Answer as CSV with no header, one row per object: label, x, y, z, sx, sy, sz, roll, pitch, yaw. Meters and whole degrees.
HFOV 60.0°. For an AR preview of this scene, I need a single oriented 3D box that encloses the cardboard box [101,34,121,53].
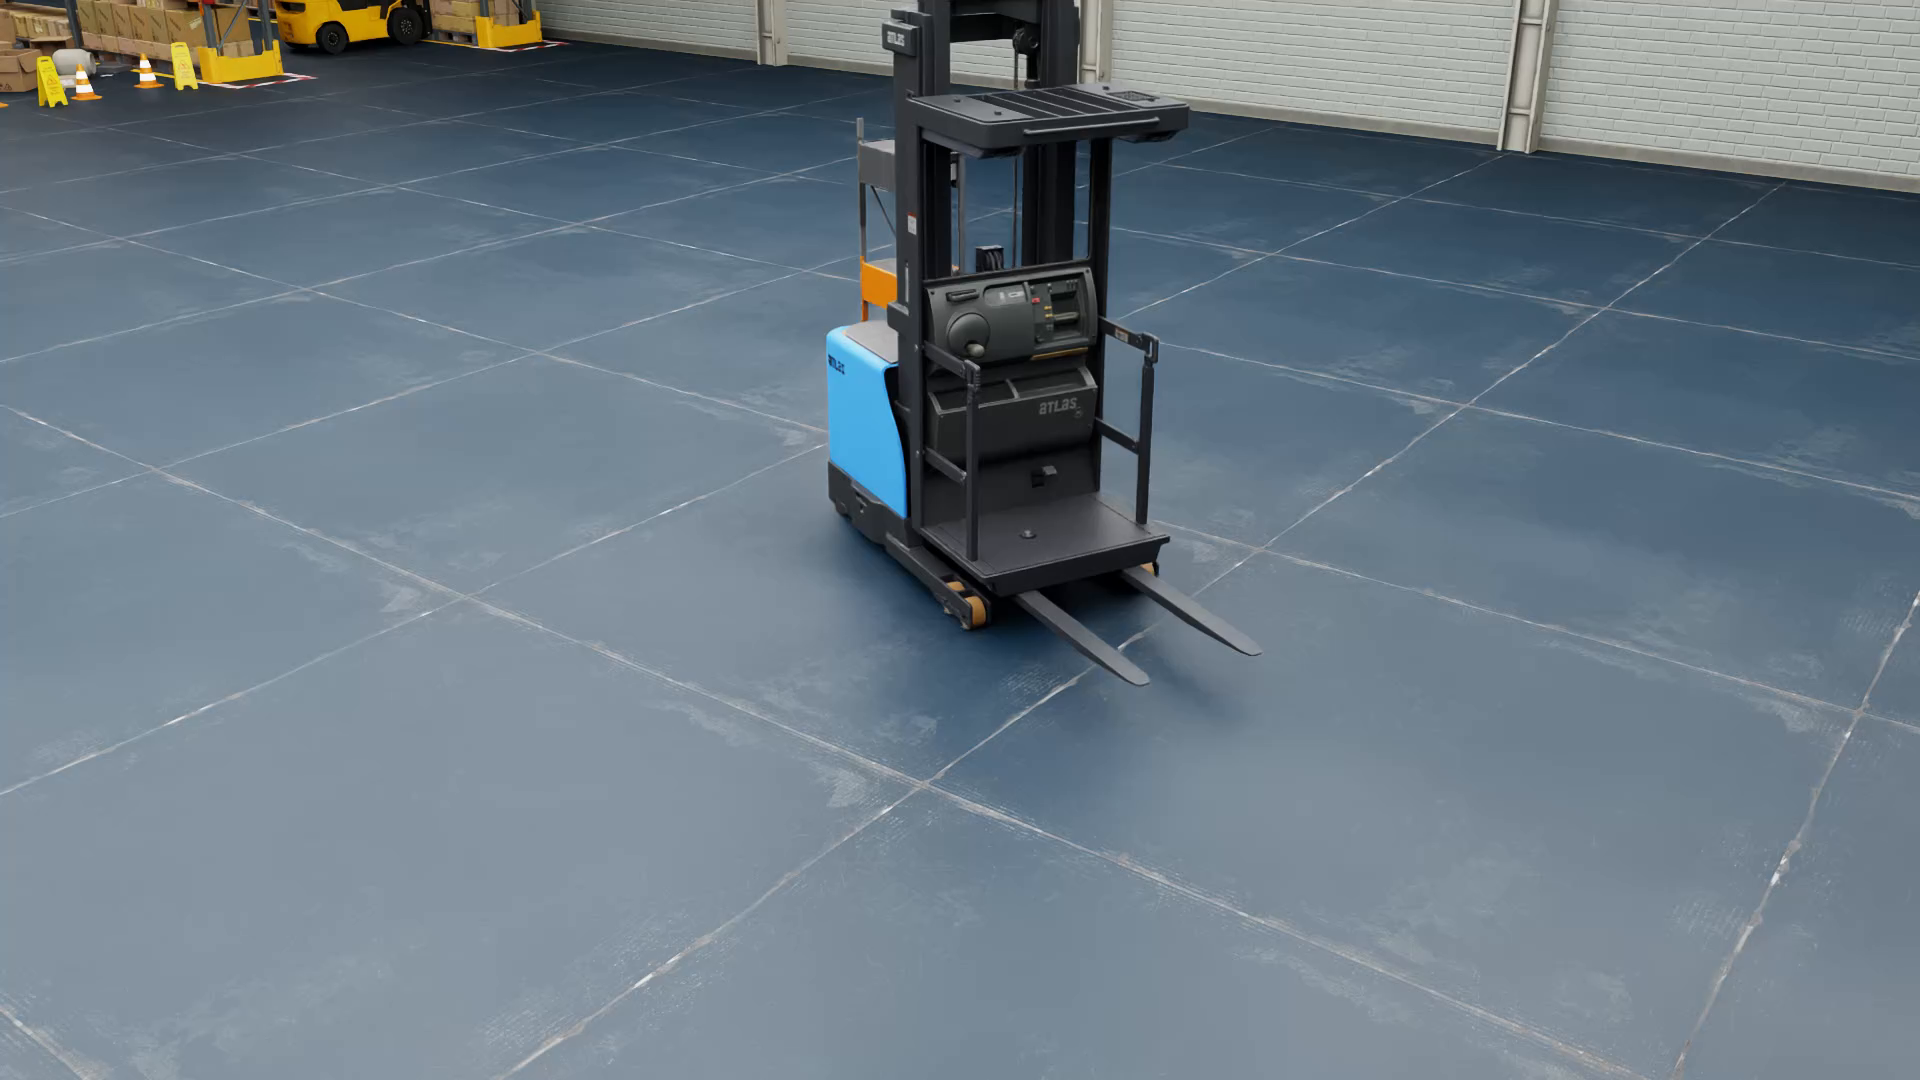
cardboard box,-13.181,-7.859,26.256,0.500,0.250,0.500,19,30,36

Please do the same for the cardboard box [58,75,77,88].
cardboard box,-12.984,-6.674,24.212,0.380,0.149,0.250,-10,26,-21

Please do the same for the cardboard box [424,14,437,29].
cardboard box,-9.103,-9.108,29.091,0.500,0.250,0.500,17,29,34

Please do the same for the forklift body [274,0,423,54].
forklift body,-10.362,-9.397,27.910,1.214,2.155,2.313,17,29,33

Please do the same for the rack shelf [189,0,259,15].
rack shelf,-12.325,-8.467,25.640,4.000,0.370,1.077,17,29,33

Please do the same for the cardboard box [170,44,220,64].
cardboard box,-11.552,-7.361,25.127,0.500,0.250,0.500,17,29,33

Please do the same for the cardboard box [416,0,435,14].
cardboard box,-9.148,-9.338,28.992,0.500,0.250,0.500,16,28,32

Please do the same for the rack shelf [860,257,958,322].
rack shelf,-0.283,-1.407,9.873,0.431,0.518,0.480,-16,28,-32

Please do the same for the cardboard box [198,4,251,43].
cardboard box,-11.223,-7.880,25.374,0.500,0.500,0.500,16,28,32

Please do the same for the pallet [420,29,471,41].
pallet,-9.359,-9.106,29.655,1.213,0.211,1.003,17,29,33

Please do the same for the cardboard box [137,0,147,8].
cardboard box,-12.265,-8.190,25.272,0.250,0.149,0.380,18,30,35

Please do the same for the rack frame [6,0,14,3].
rack frame,-17.126,-10.248,28.788,0.127,3.000,1.000,17,29,33

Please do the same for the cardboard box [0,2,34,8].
cardboard box,-16.680,-9.097,28.916,0.625,0.372,0.950,15,28,30

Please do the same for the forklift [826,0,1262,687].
forklift,0.371,-1.104,8.120,1.130,2.935,3.031,-12,26,-25

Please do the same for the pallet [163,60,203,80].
pallet,-11.414,-7.263,25.473,1.213,0.211,1.003,17,29,33

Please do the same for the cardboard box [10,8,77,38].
cardboard box,-15.481,-8.736,28.096,0.625,0.372,0.950,18,29,35

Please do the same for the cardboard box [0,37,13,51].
cardboard box,-14.401,-7.064,24.490,0.503,0.637,0.797,17,29,33

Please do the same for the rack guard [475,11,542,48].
rack guard,-7.731,-8.766,28.525,0.348,0.500,1.175,17,29,33

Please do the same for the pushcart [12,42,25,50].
pushcart,-15.252,-7.333,25.424,0.936,0.377,1.648,7,25,15

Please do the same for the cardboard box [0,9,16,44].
cardboard box,-14.968,-7.901,25.624,0.500,0.500,0.500,17,29,33

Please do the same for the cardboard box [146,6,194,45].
cardboard box,-11.941,-7.825,25.248,0.500,0.500,0.500,18,30,35

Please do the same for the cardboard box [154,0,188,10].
cardboard box,-11.856,-8.064,24.986,0.250,0.149,0.380,18,29,35

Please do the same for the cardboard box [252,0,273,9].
cardboard box,-13.133,-10.645,32.114,0.625,0.625,0.875,18,29,35

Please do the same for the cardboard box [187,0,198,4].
cardboard box,-12.041,-8.129,25.939,0.500,0.500,0.500,17,29,34

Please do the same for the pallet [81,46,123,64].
pallet,-13.366,-7.853,26.812,1.213,0.211,1.003,17,29,33

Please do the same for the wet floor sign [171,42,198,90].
wet floor sign,-11.214,-6.845,23.984,0.267,0.644,0.232,-15,28,-30

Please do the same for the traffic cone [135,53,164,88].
traffic cone,-11.842,-6.840,24.200,0.334,0.463,0.336,17,29,33

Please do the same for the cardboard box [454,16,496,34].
cardboard box,-8.316,-8.861,28.530,0.500,0.250,0.500,17,29,34

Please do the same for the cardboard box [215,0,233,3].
cardboard box,-14.619,-10.931,32.919,0.500,0.500,0.500,18,29,35

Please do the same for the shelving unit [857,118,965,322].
shelving unit,-0.283,-1.419,9.867,0.431,2.100,0.503,-16,28,-32

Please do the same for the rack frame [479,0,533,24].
rack frame,-7.750,-9.915,28.034,0.127,3.000,1.000,17,29,33

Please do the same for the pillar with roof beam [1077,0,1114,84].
pillar with roof beam,-0.746,-8.829,18.128,0.400,9.000,9.100,17,29,33

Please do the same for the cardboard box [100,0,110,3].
cardboard box,-13.138,-8.451,25.865,0.250,0.149,0.380,18,30,35

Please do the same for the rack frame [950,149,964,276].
rack frame,-0.142,-1.339,9.685,0.400,2.100,0.015,-16,28,-32

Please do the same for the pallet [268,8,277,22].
pallet,-12.544,-10.067,31.836,1.213,0.211,1.003,17,29,33

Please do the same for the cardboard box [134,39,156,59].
cardboard box,-12.364,-7.608,25.687,0.500,0.250,0.500,16,28,31

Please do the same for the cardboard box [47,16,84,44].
cardboard box,-14.346,-8.396,27.324,0.625,0.372,0.950,17,29,34

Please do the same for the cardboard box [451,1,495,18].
cardboard box,-8.327,-9.095,28.441,0.500,0.250,0.500,16,29,33

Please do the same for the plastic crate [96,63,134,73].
plastic crate,-13.160,-7.300,25.719,0.583,0.080,0.402,7,25,15

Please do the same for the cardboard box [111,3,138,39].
cardboard box,-12.765,-8.076,25.819,0.500,0.500,0.500,19,30,36

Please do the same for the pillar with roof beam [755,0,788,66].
pillar with roof beam,-5.548,-10.280,21.421,0.400,9.000,9.100,17,29,33

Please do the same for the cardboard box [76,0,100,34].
cardboard box,-13.615,-8.328,26.390,0.500,0.500,0.500,18,30,36
